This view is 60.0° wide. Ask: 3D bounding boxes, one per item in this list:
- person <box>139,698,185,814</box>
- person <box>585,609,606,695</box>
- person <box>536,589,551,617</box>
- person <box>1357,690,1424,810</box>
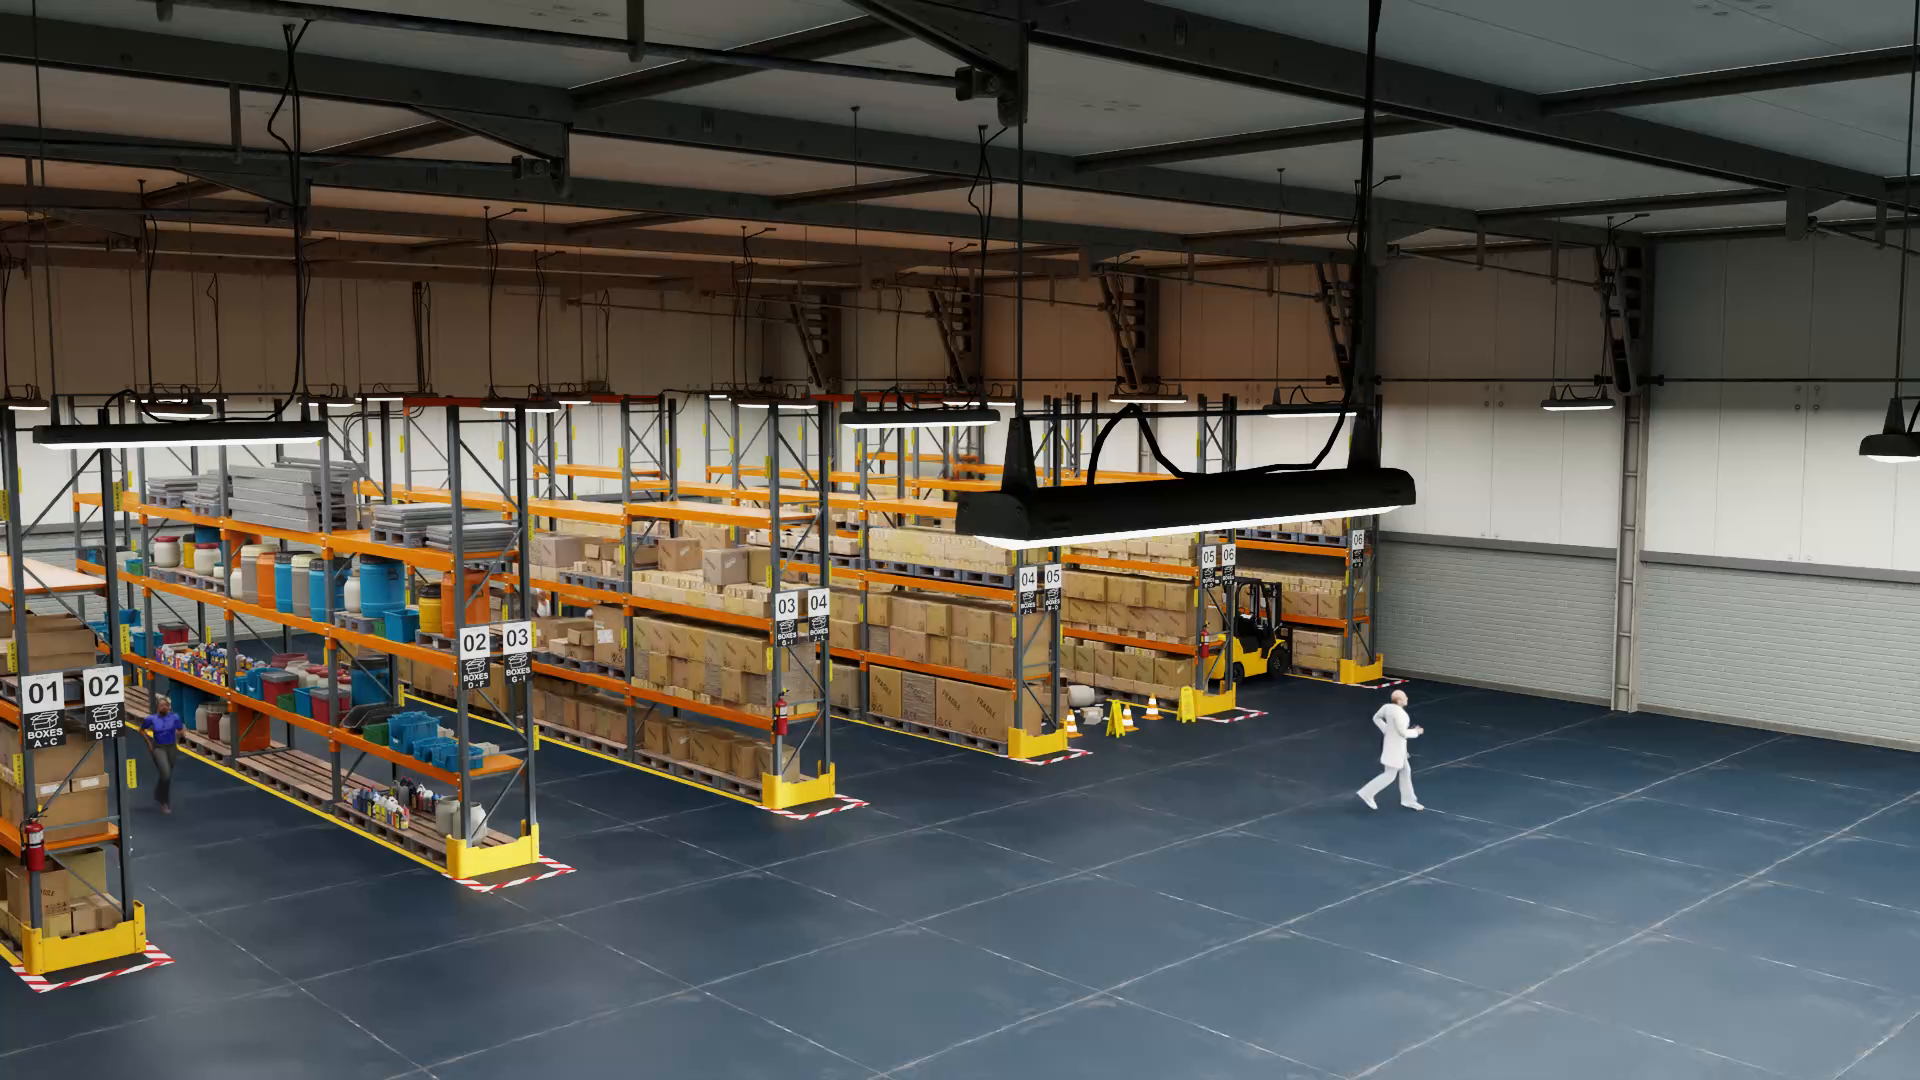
[{"bbox_3d":[-11.693,3.163,24.476,0.742,1.725,0.546,5,7,41],"label":"person"},{"bbox_3d":[-7.282,2.259,32.740,0.942,1.805,0.669,5,8,44],"label":"person"},{"bbox_3d":[-9.216,1.920,36.657,0.668,1.760,0.811,-5,8,-44],"label":"person"},{"bbox_3d":[6.315,3.089,24.355,1.061,1.801,0.720,0,6,-2],"label":"person"}]
